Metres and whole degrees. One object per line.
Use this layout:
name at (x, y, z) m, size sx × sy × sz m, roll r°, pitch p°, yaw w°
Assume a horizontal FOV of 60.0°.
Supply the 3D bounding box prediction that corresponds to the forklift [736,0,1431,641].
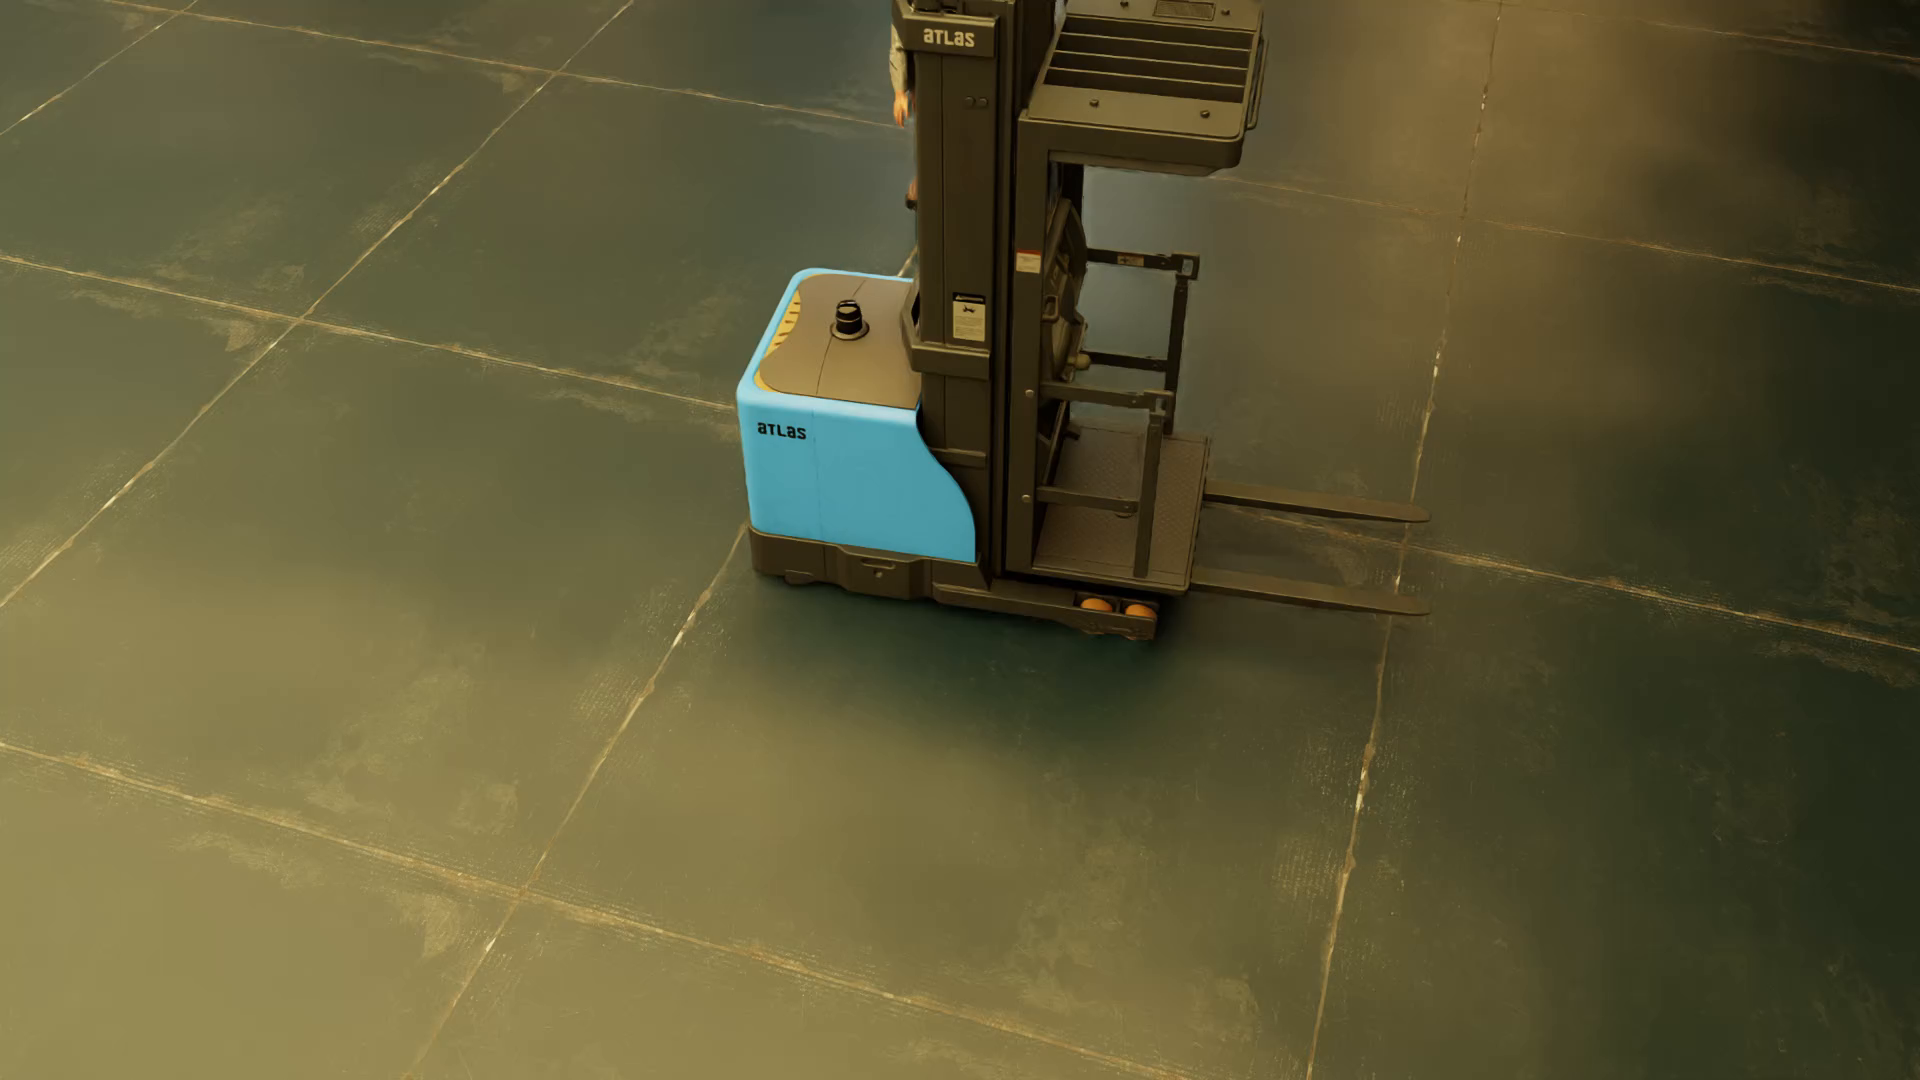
forklift at (0.613, -1.022, 6.788) m, size 3.031 × 2.935 × 1.130 m, roll 8°, pitch 44°, yaw 8°

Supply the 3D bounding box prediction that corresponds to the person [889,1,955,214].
person at (-0.047, -2.649, 9.543) m, size 0.663 × 1.599 × 0.936 m, roll 34°, pitch 53°, yaw 31°
